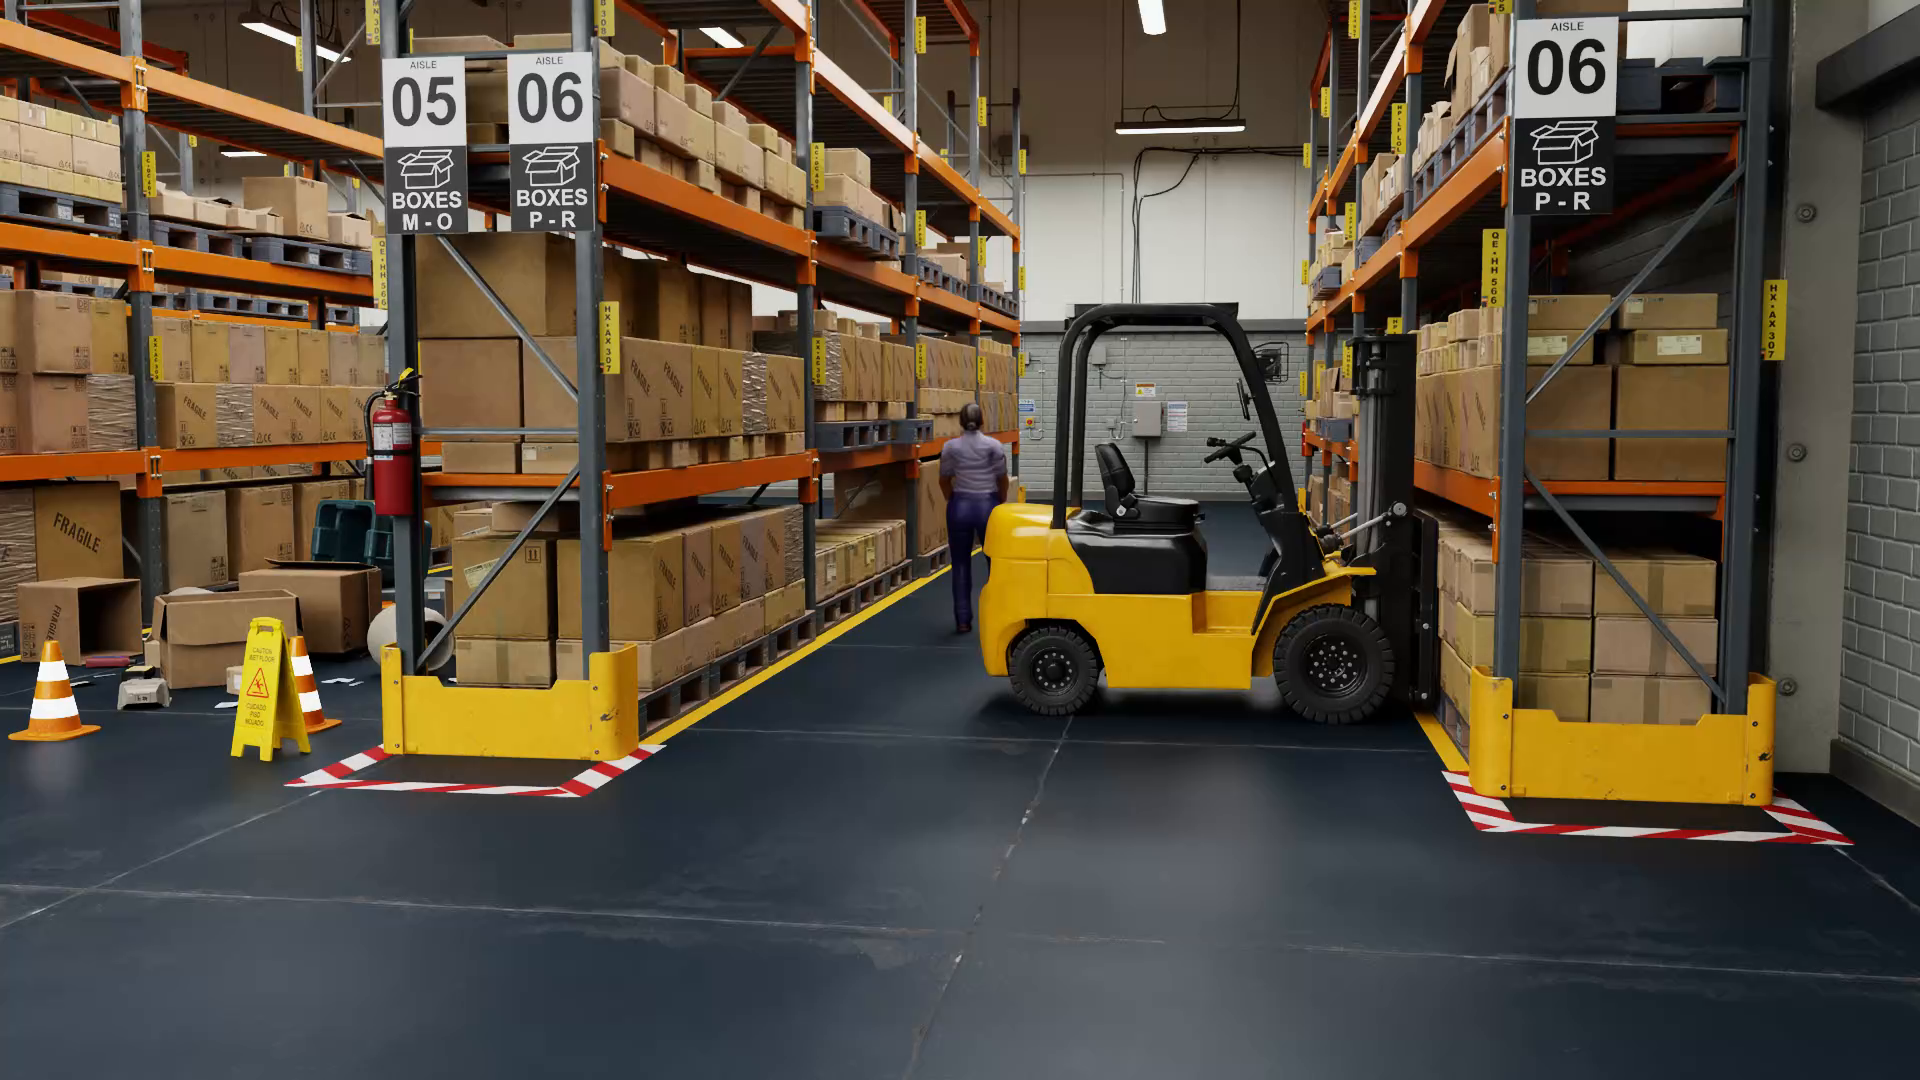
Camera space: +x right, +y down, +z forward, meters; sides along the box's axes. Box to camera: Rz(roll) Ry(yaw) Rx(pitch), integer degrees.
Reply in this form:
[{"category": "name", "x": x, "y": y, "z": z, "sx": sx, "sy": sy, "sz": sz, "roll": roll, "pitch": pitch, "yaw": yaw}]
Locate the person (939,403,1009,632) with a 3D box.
[{"category": "person", "x": 0.126, "y": -0.162, "z": 11.982, "sx": 0.540, "sy": 1.651, "sz": 0.421, "roll": 1, "pitch": 5, "yaw": 9}]
